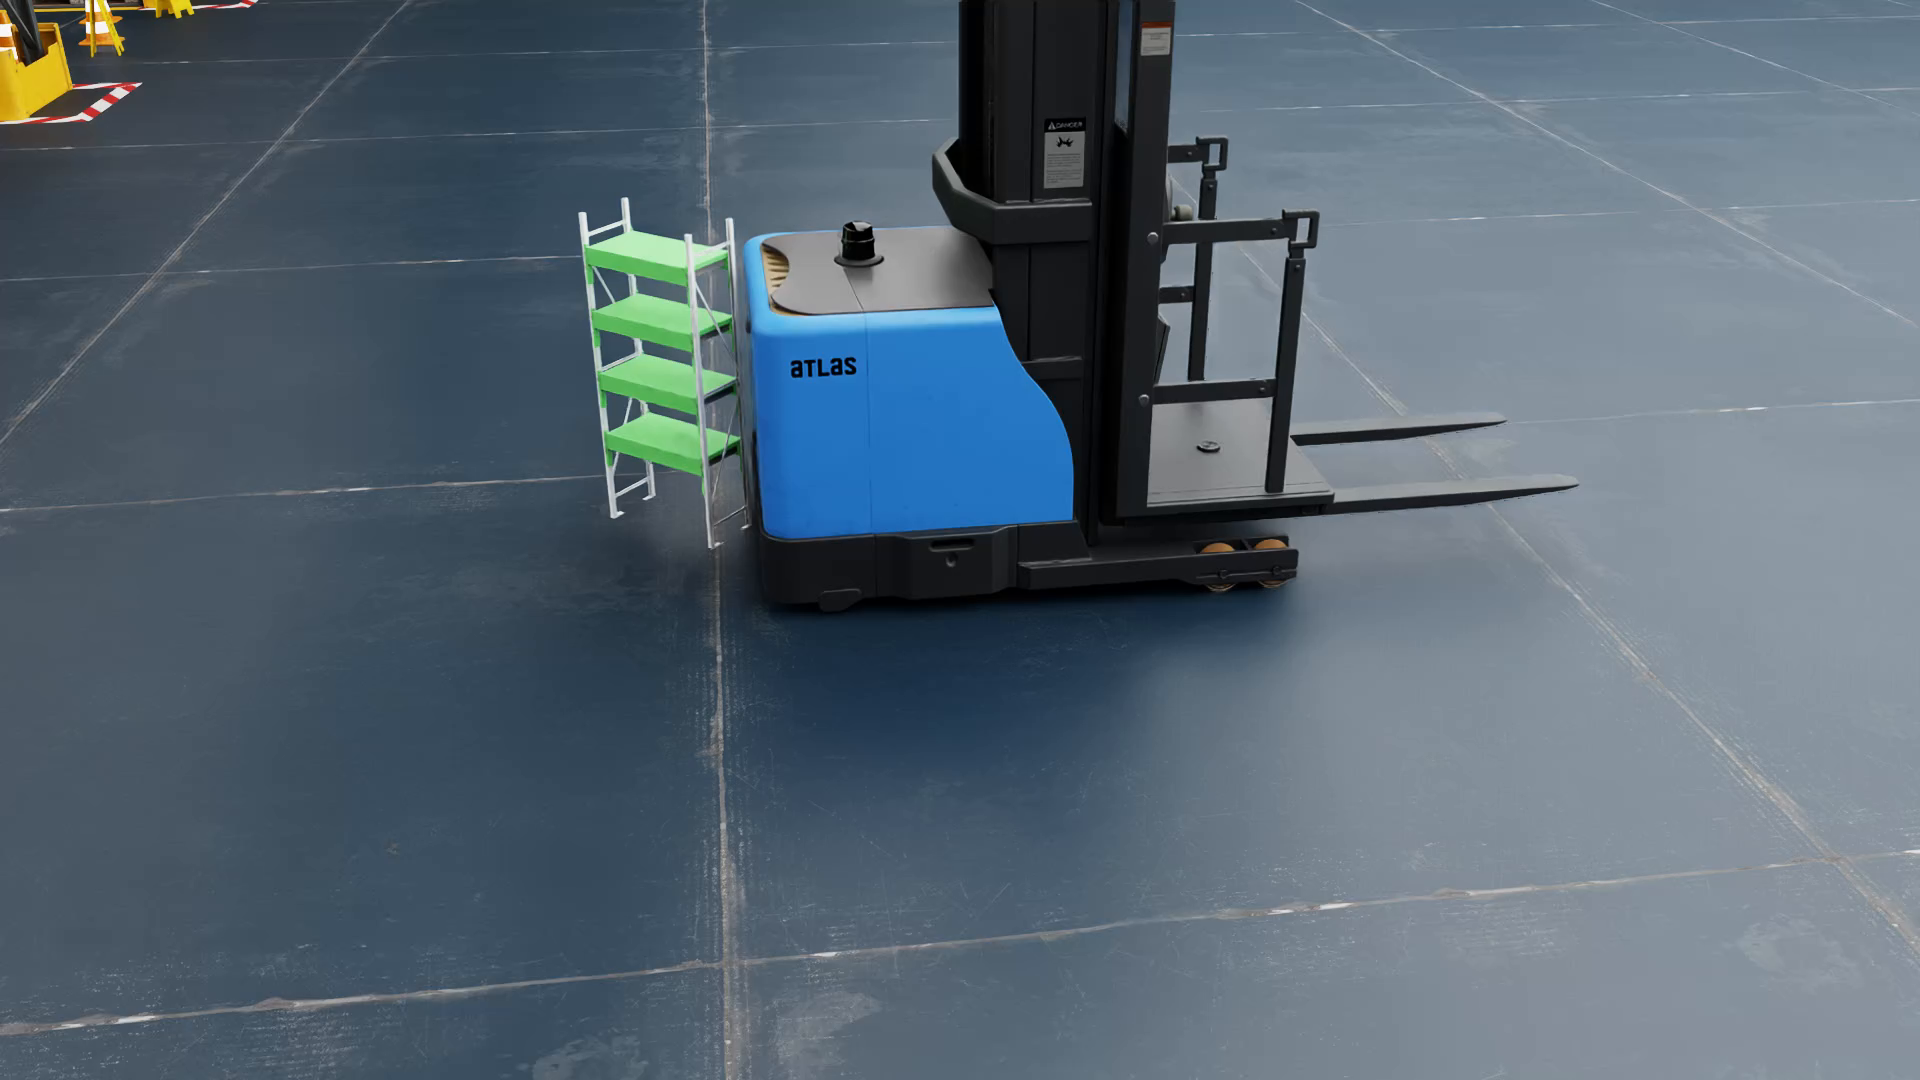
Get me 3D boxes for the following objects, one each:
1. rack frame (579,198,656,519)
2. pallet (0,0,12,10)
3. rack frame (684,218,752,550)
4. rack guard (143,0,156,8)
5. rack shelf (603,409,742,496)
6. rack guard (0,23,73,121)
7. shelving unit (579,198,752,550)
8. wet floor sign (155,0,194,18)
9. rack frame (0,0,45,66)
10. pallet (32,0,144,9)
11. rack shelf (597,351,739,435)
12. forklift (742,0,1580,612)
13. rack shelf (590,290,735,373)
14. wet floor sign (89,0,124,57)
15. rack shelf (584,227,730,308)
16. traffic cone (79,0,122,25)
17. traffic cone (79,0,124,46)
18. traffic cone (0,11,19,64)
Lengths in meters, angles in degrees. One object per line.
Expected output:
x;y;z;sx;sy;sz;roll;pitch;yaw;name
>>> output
-1.276;-0.664;6.230;0.015;1.200;0.240;16;31;28;rack frame
-10.079;-5.560;16.855;1.213;0.211;1.003;-4;27;-7;pallet
-0.864;-0.545;5.997;0.015;1.200;0.240;16;31;28;rack frame
-8.064;-5.800;17.007;0.348;0.500;1.175;-4;27;-7;rack guard
-1.070;-0.334;6.252;0.480;0.148;0.258;16;31;28;rack shelf
-7.175;-3.575;12.670;0.348;0.500;1.175;-4;27;-7;rack guard
-1.070;-0.604;6.113;0.503;1.200;0.258;16;31;28;shelving unit
-7.651;-5.398;16.064;0.232;0.644;0.267;6;28;11;wet floor sign
-7.199;-4.686;12.097;0.127;3.000;1.000;-4;27;-7;rack frame
-8.873;-5.636;17.003;1.213;0.211;1.003;-4;27;-7;pallet
-1.070;-0.547;6.142;0.480;0.148;0.258;16;31;28;rack shelf
0.756;-1.358;5.686;3.031;2.935;1.130;-4;27;-8;forklift
-1.070;-0.761;6.033;0.480;0.148;0.258;16;31;28;rack shelf
-7.446;-4.535;14.382;0.232;0.644;0.267;-8;28;-16;wet floor sign
-1.070;-0.974;5.923;0.480;0.148;0.258;16;31;28;rack shelf
-8.235;-5.178;15.835;0.334;0.463;0.336;-4;27;-7;traffic cone
-7.743;-4.698;14.899;0.334;0.463;0.336;-4;27;-7;traffic cone
-7.922;-4.165;13.861;0.334;0.463;0.336;-4;27;-7;traffic cone
